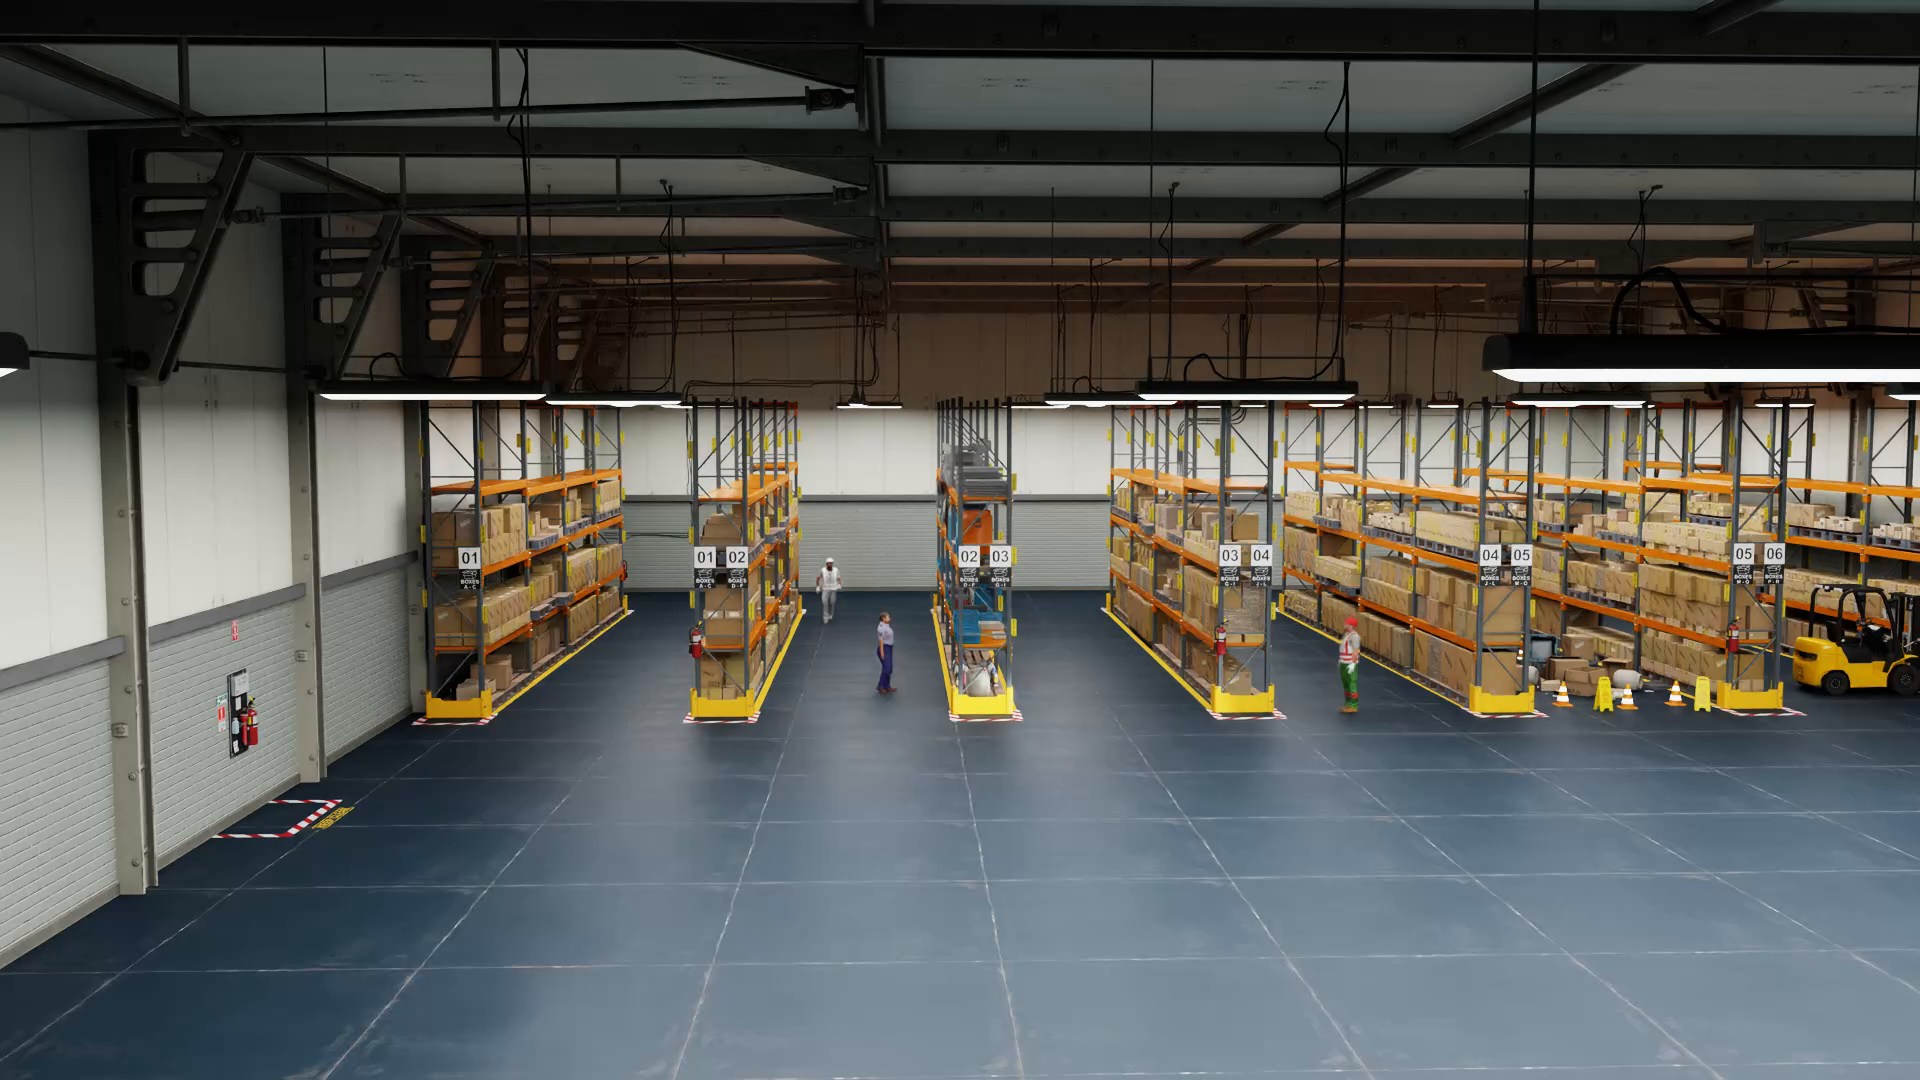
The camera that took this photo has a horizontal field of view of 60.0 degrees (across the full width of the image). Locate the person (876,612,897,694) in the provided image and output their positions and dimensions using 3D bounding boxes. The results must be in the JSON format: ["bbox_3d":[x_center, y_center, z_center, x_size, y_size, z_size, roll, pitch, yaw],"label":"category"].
[{"bbox_3d":[-1.496,2.308,33.908,0.401,1.670,0.545,0,4,6],"label":"person"}]

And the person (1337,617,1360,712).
[{"bbox_3d":[7.395,2.379,31.797,0.490,1.800,0.604,-2,5,-25],"label":"person"}]

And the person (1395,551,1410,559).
[{"bbox_3d":[13.343,0.929,50.440,0.494,1.796,0.561,-1,5,-18],"label":"person"}]

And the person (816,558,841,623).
[{"bbox_3d":[-3.579,1.386,45.350,0.682,1.808,0.878,0,4,-3],"label":"person"}]

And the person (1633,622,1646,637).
[{"bbox_3d":[16.554,1.747,40.542,0.458,1.734,0.604,3,5,30],"label":"person"}]
